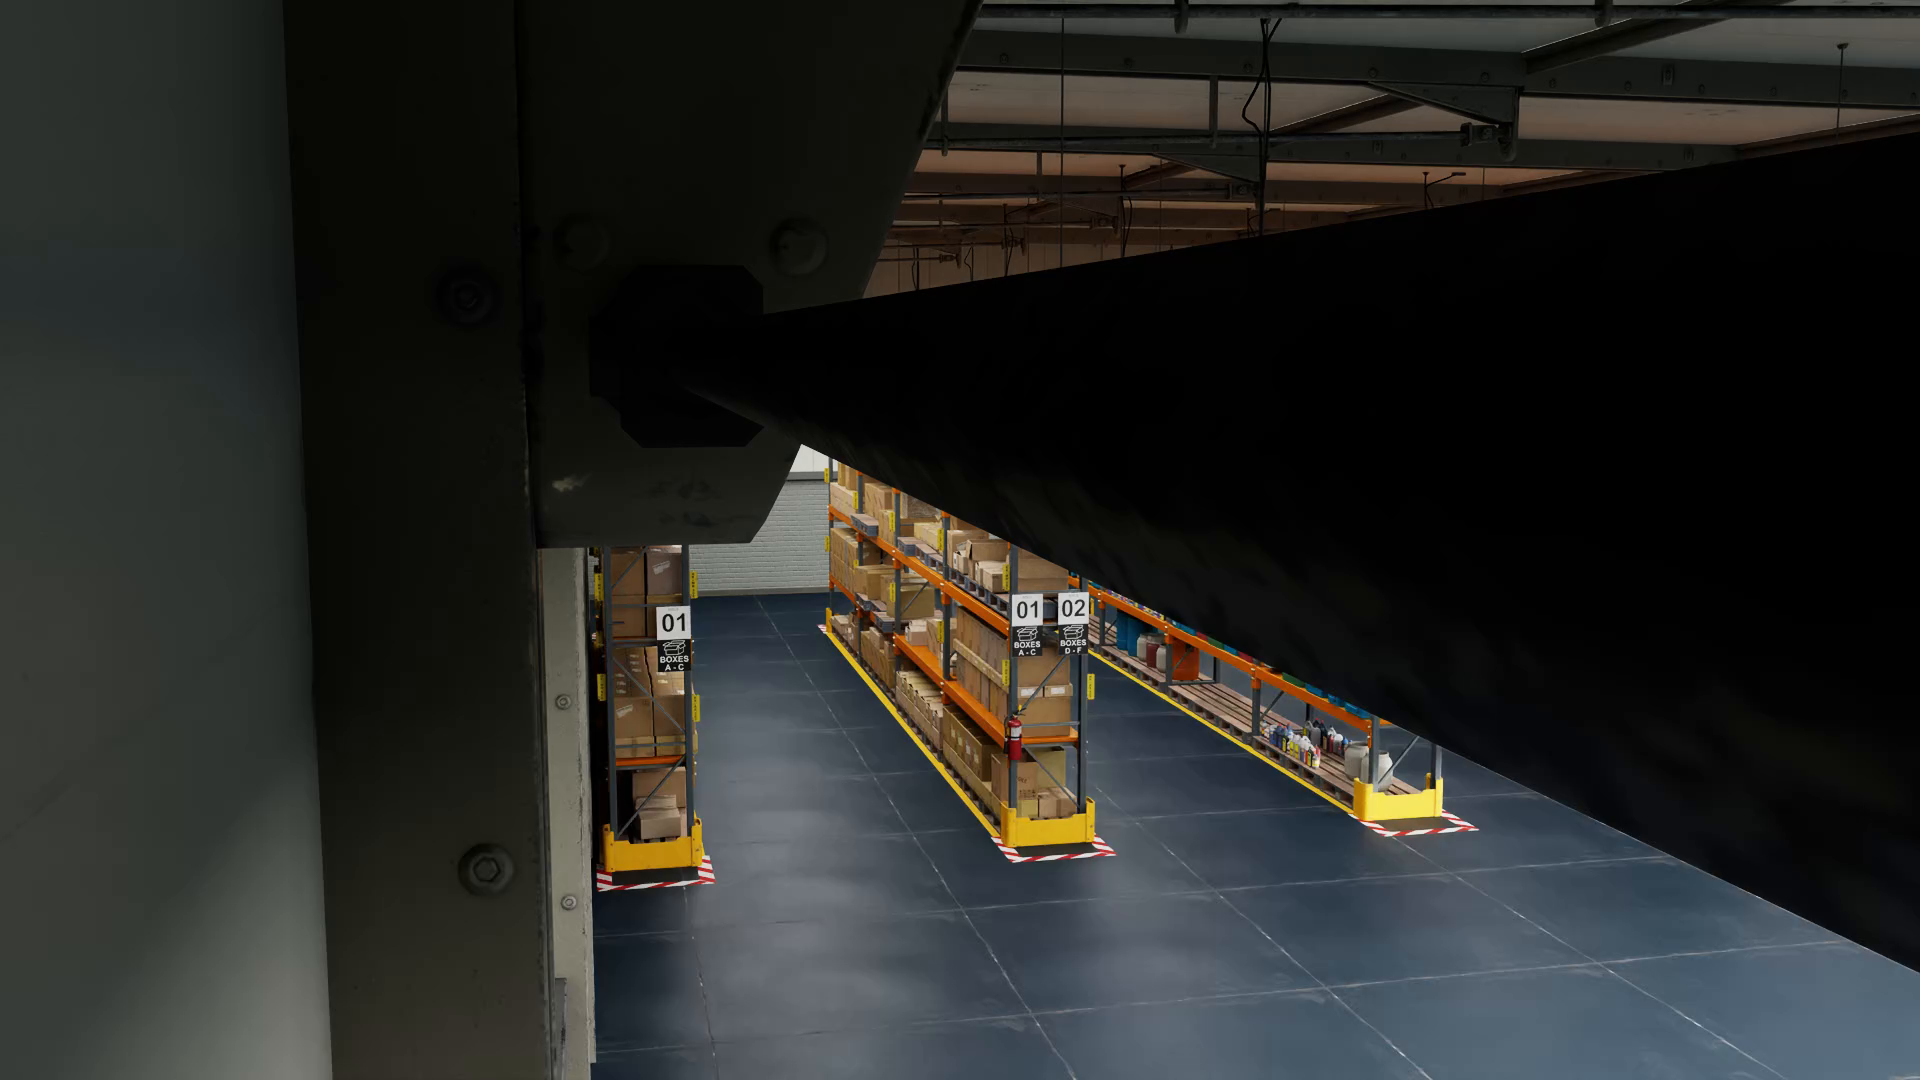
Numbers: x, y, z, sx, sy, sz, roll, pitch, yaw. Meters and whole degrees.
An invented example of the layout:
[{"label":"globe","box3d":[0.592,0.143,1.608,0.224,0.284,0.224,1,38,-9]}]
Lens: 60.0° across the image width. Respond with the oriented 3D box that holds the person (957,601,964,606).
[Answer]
[{"label":"person","box3d":[0.192,1.375,34.668,0.603,1.659,0.940,-3,8,-26]}]
